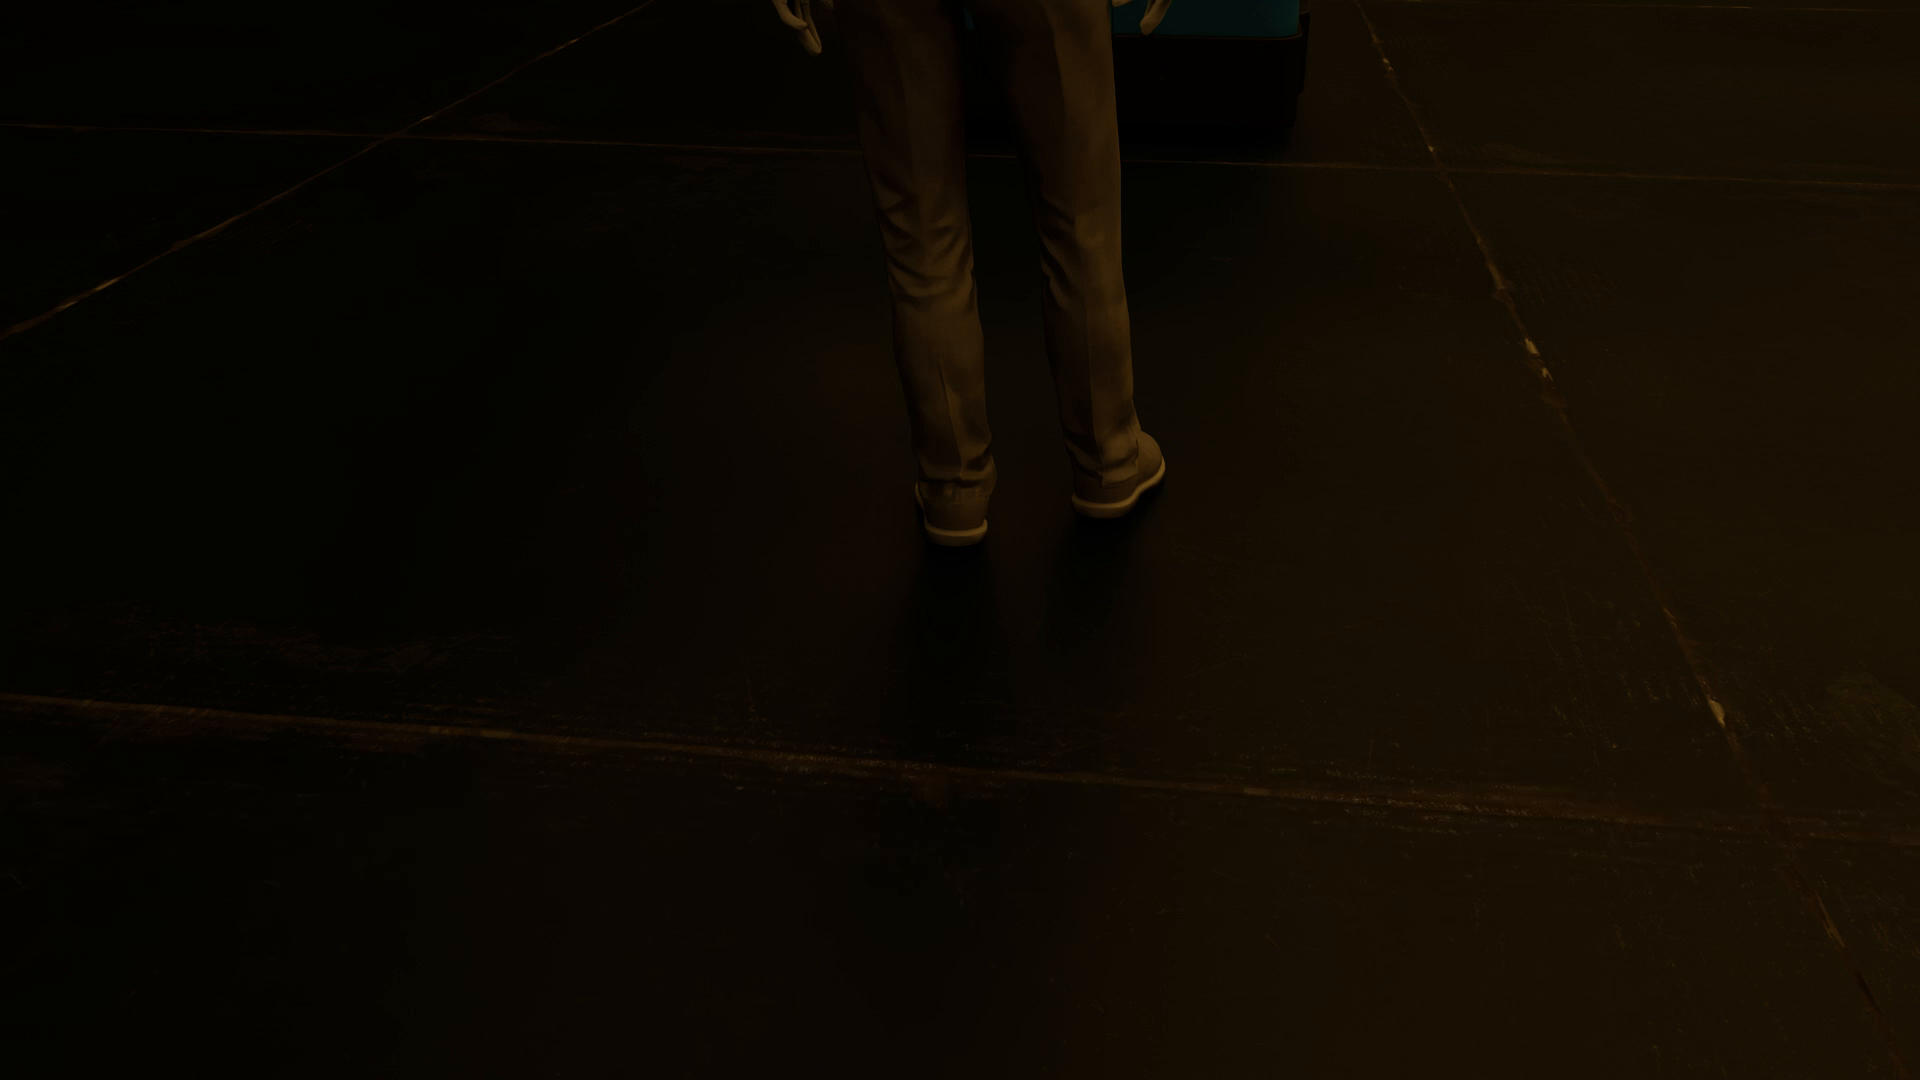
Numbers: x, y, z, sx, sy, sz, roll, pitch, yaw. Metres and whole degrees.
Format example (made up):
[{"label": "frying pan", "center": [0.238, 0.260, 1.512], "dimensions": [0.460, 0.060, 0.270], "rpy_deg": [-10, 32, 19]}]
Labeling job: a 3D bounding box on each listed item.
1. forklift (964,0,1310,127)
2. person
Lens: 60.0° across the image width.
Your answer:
[{"label": "forklift", "center": [0.630, -3.099, 5.430], "dimensions": [1.130, 2.935, 3.031], "rpy_deg": [4, 27, 7]}, {"label": "person", "center": [0.015, -0.794, 2.179], "dimensions": [0.587, 1.695, 0.531], "rpy_deg": [3, 27, 7]}]
